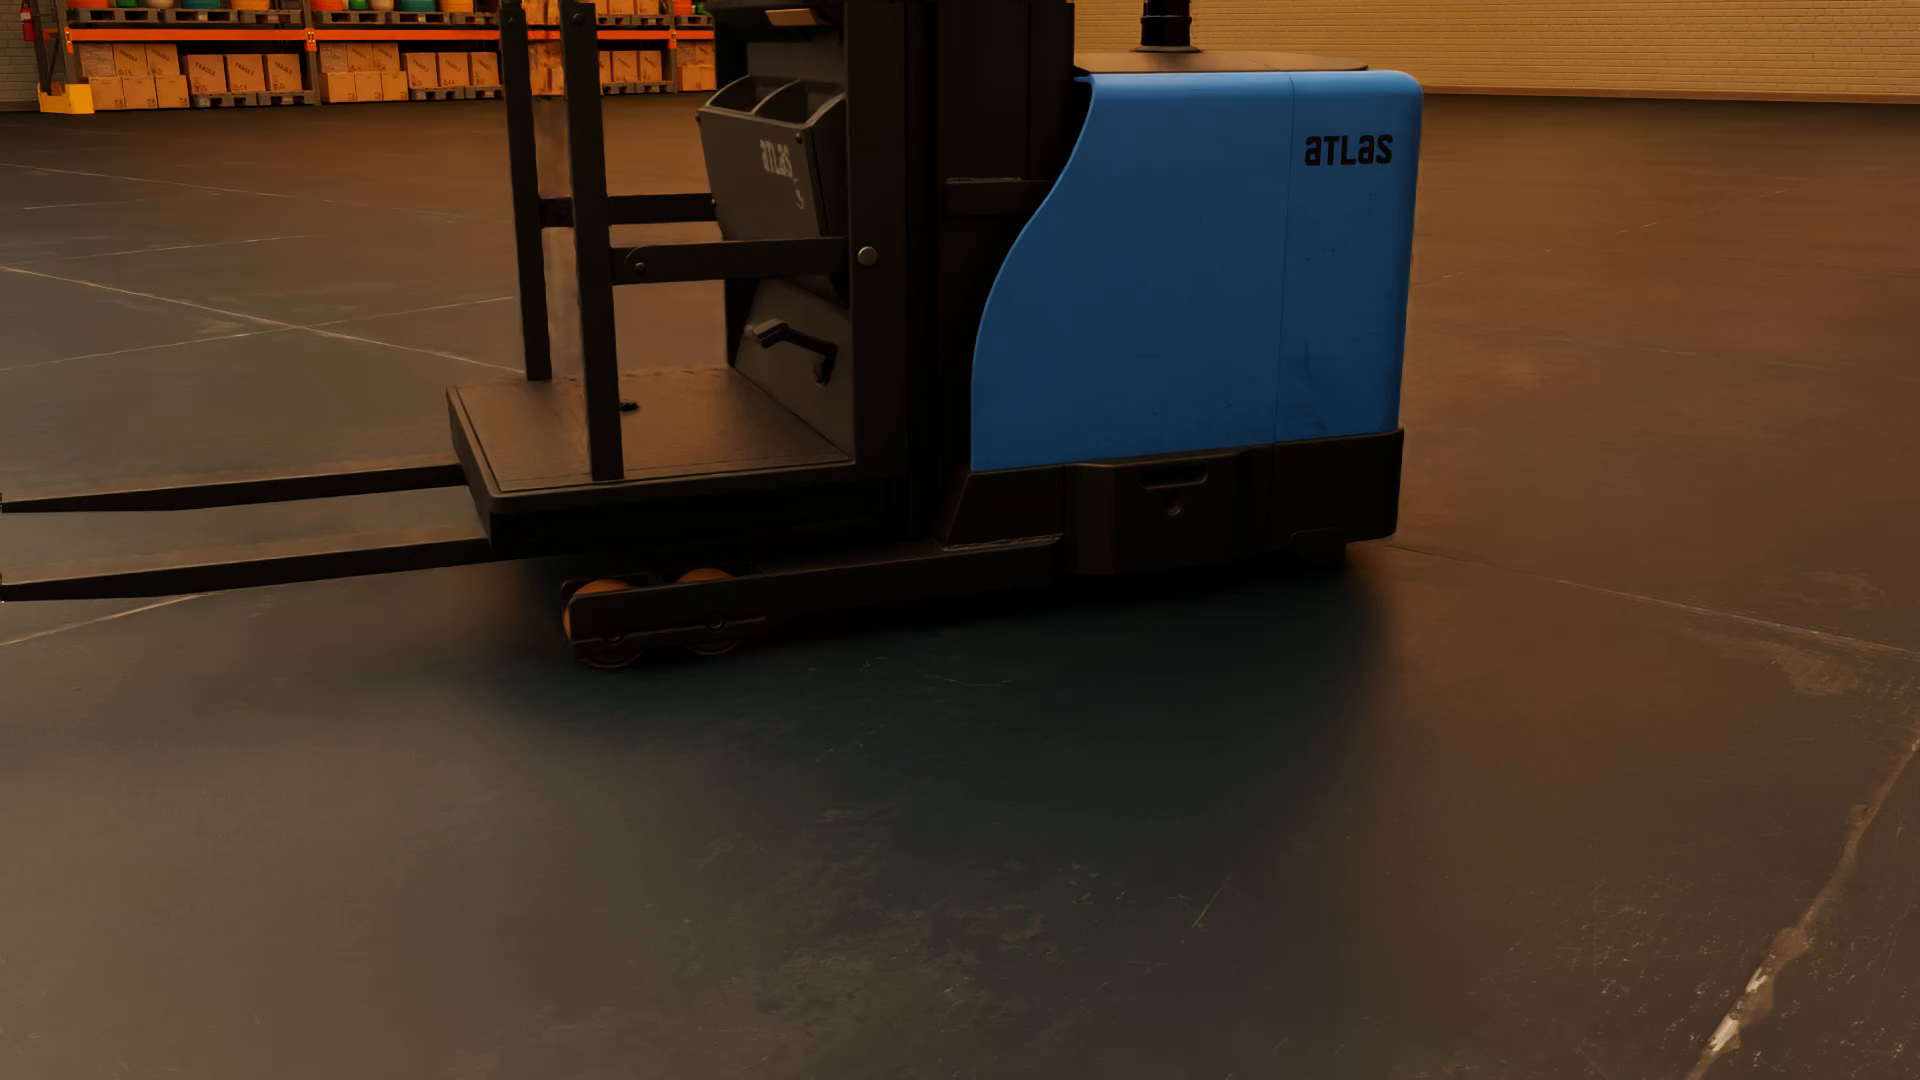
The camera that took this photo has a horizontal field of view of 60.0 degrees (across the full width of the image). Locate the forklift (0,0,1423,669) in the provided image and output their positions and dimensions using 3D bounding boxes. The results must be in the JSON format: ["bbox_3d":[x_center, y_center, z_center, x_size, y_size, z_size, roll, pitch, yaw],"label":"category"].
[{"bbox_3d":[-0.580,-1.332,3.286,3.031,2.935,1.130,-6,18,-20],"label":"forklift"}]
